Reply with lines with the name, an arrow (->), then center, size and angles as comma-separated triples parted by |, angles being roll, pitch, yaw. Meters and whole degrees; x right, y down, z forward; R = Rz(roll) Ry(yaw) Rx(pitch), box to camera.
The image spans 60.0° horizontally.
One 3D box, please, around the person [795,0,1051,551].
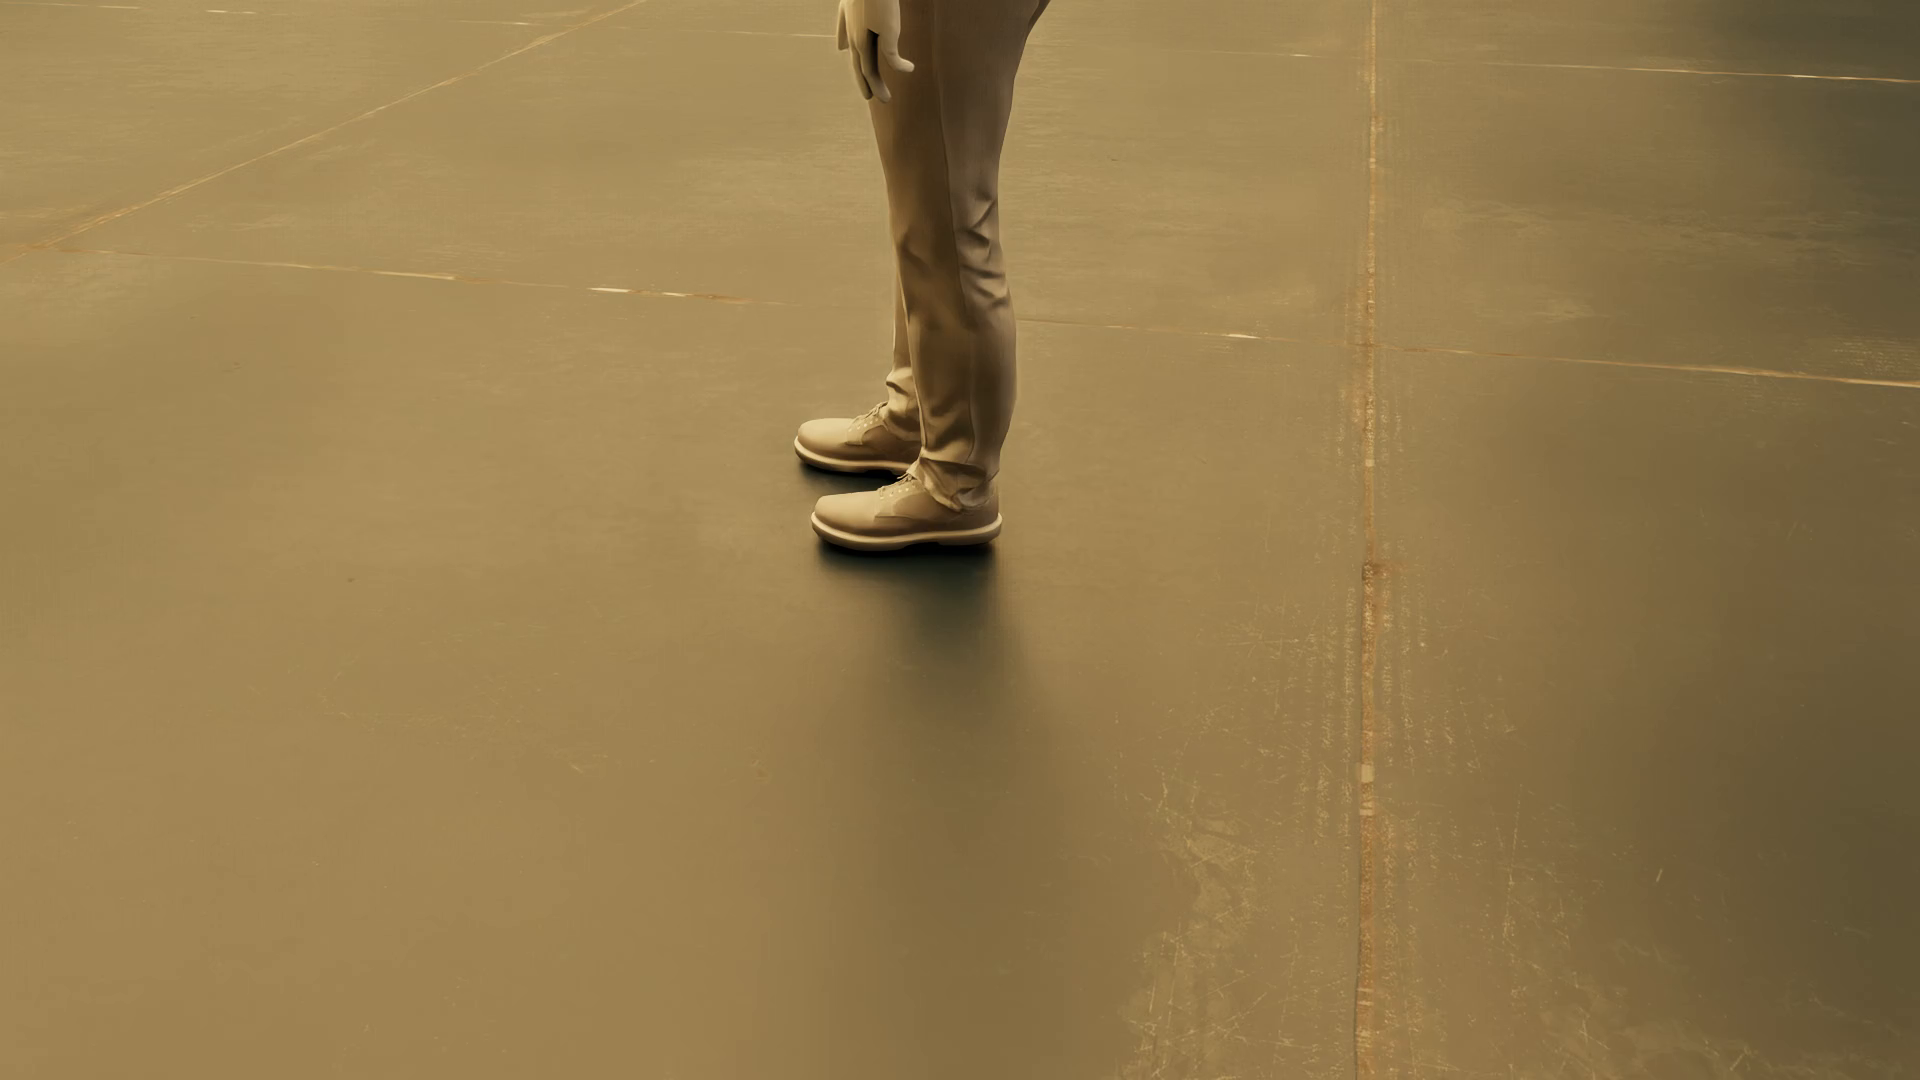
person -> -0.066, -0.773, 2.135 | 0.530, 1.694, 0.586 | 6, 27, 11
